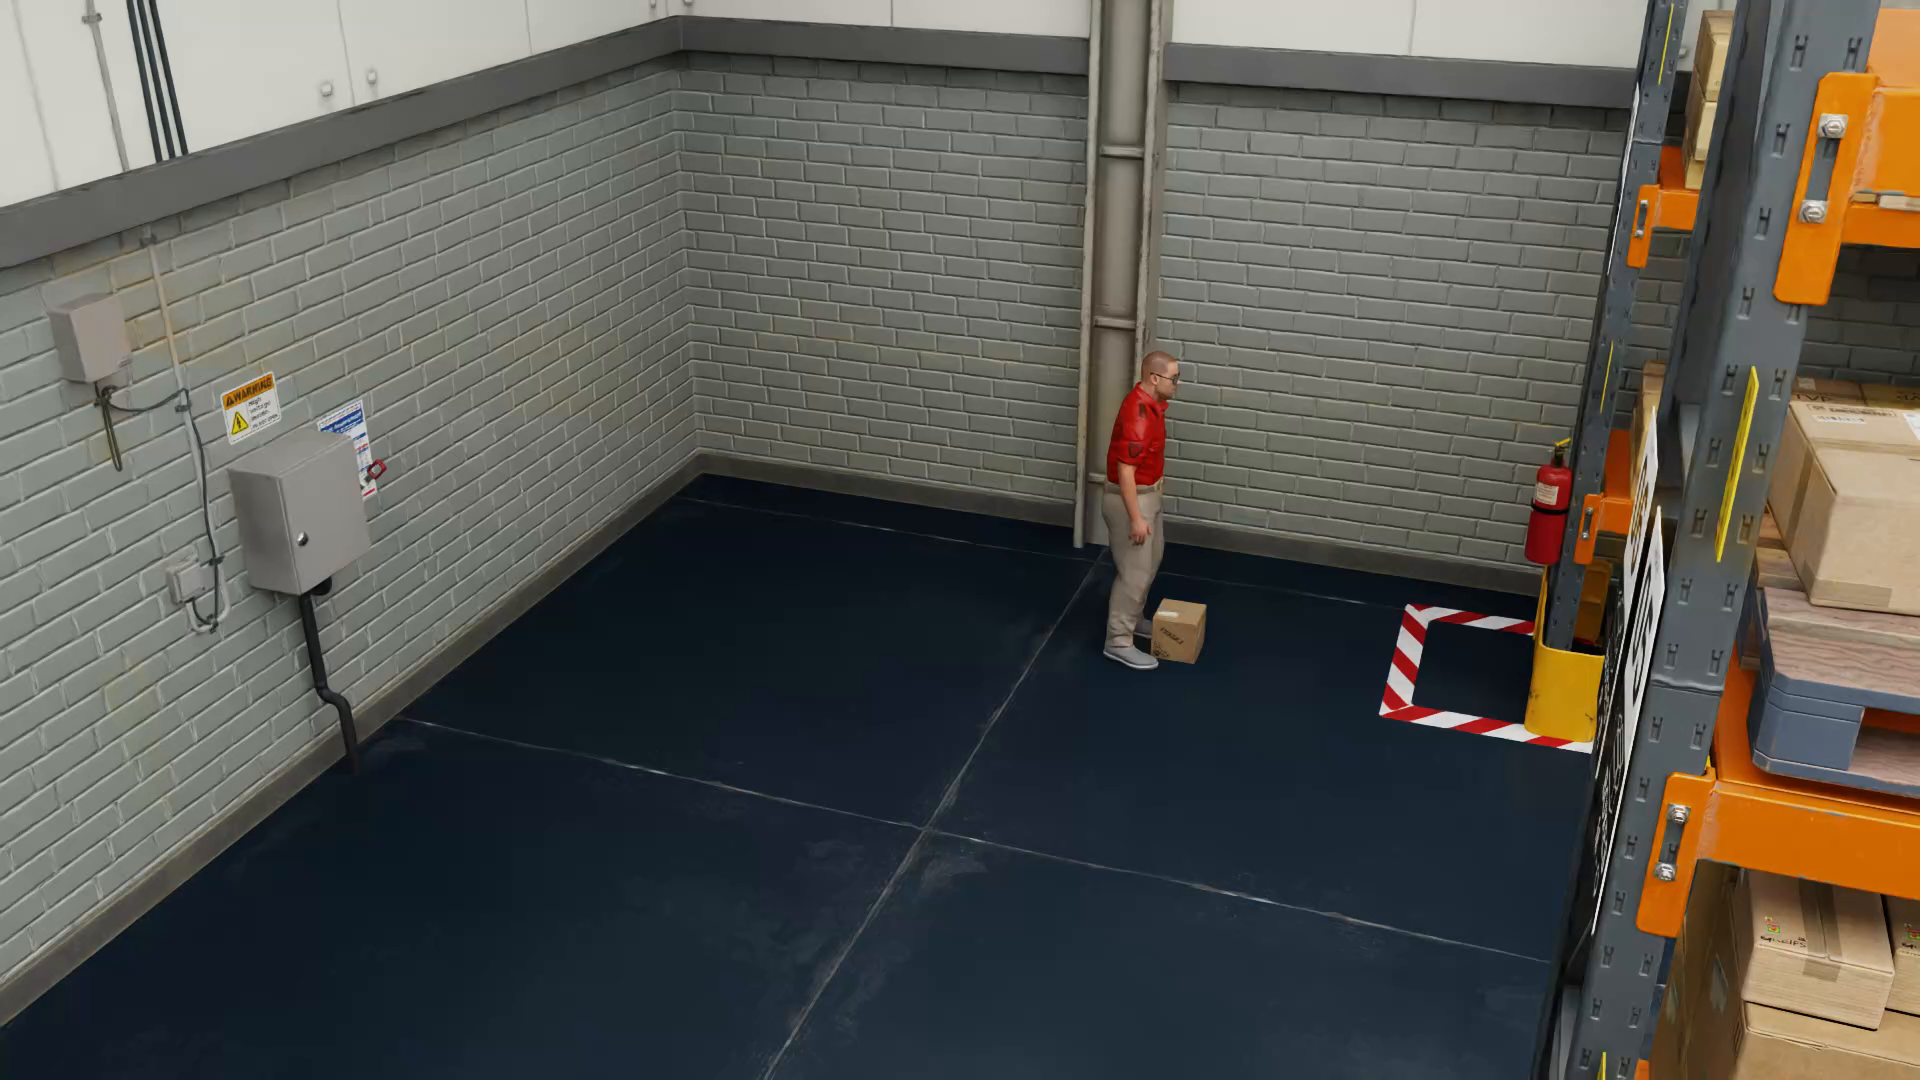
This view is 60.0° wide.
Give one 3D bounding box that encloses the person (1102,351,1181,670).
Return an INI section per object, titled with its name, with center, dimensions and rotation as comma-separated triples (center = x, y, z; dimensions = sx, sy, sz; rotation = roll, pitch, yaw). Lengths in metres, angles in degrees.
[person]
center = 0.980, -0.197, 9.037
dimensions = 0.390, 1.727, 0.606
rotation = 7, 26, 15
